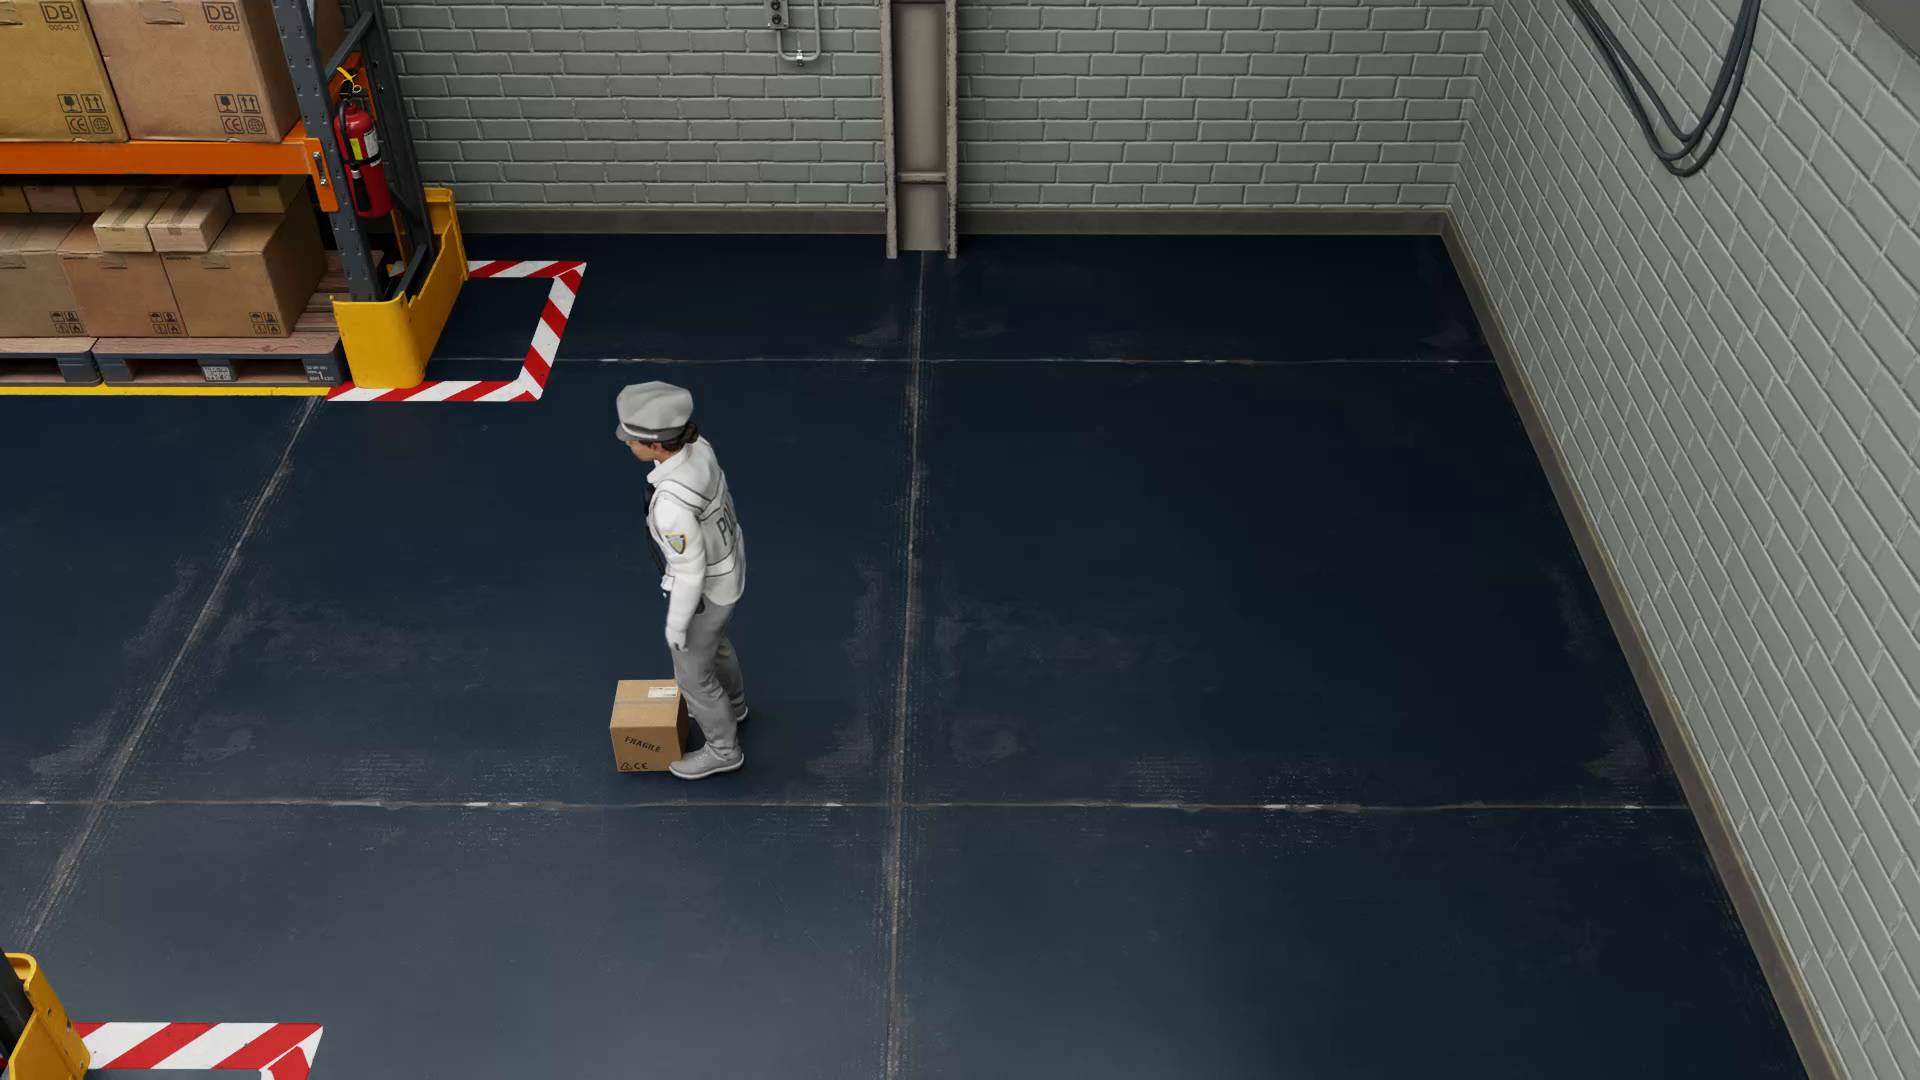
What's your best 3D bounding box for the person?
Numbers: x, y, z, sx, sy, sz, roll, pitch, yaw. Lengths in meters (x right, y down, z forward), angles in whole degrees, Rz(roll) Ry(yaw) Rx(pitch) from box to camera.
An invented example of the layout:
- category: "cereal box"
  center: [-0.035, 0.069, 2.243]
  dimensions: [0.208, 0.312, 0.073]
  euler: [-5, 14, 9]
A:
- category: "person"
  center: [-0.950, 0.162, 5.958]
  dimensions: [0.371, 1.663, 0.530]
  euler: [0, 40, 0]
